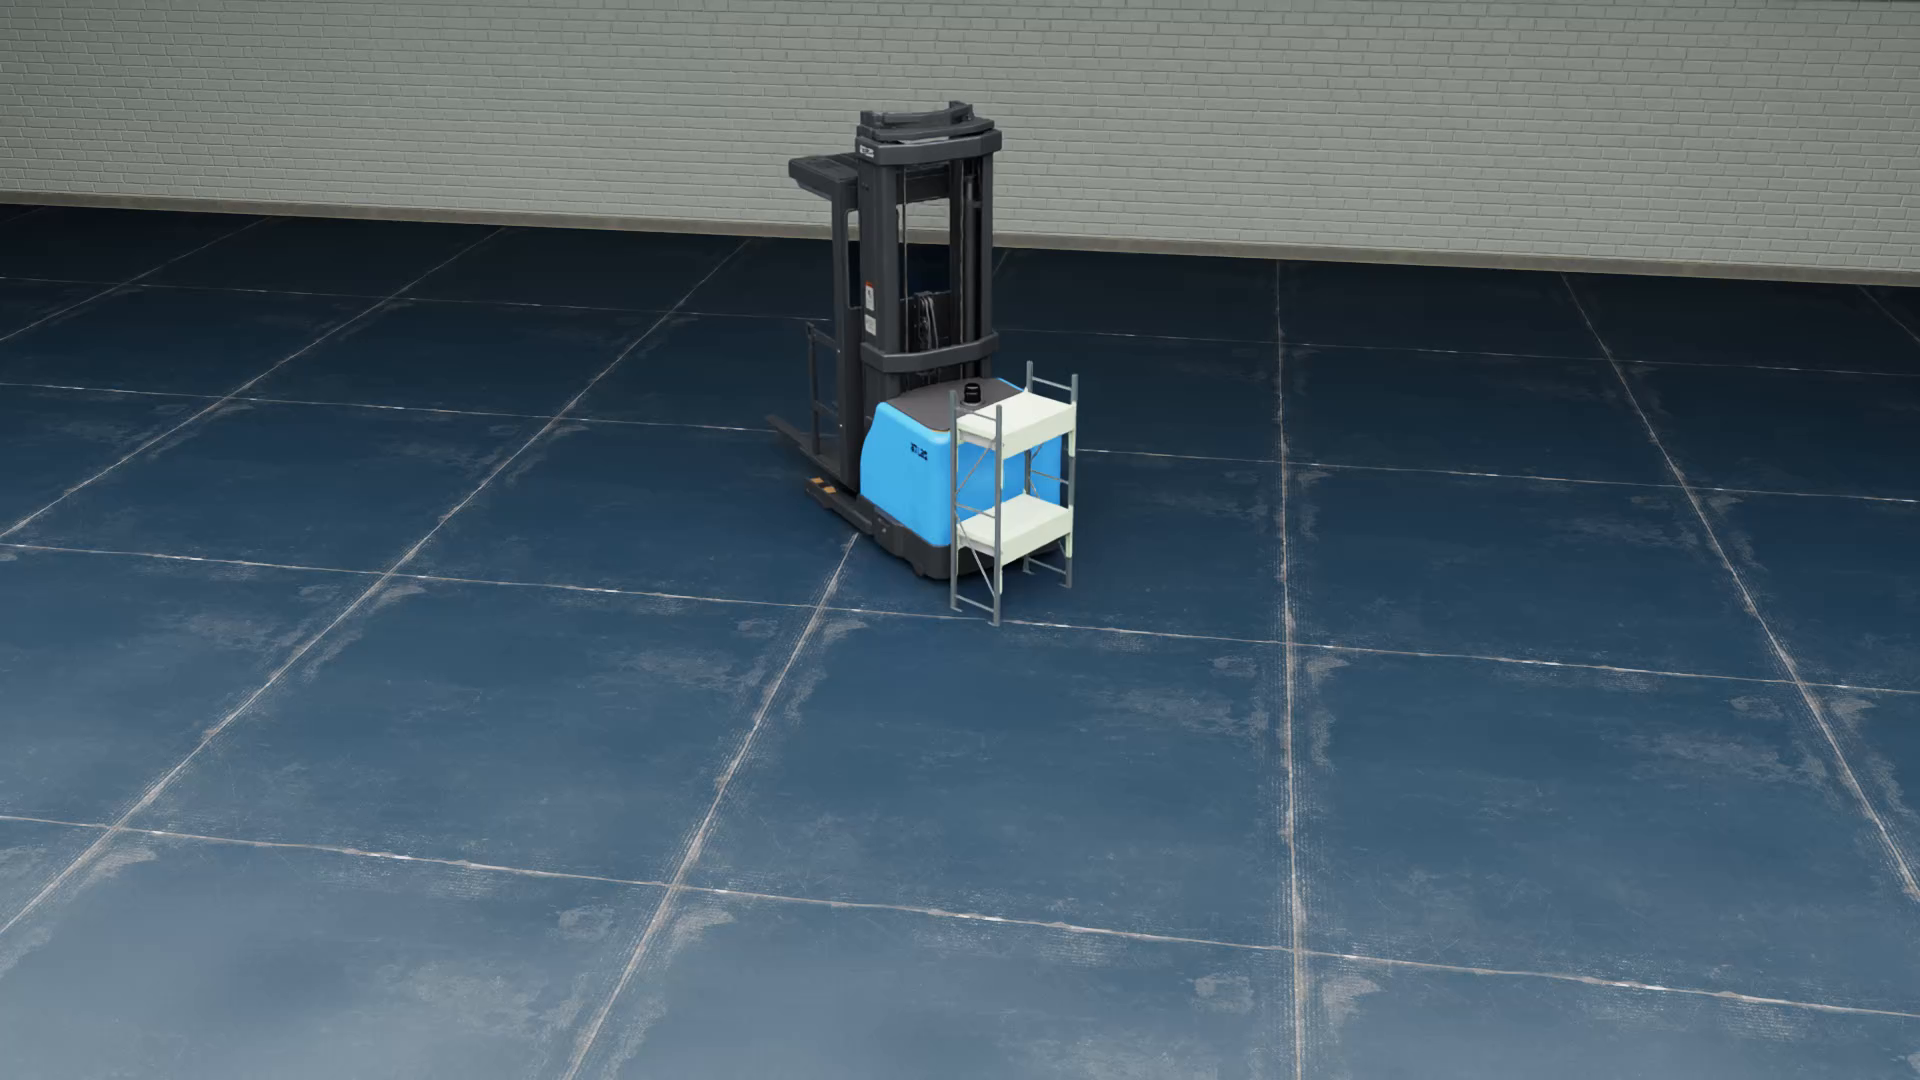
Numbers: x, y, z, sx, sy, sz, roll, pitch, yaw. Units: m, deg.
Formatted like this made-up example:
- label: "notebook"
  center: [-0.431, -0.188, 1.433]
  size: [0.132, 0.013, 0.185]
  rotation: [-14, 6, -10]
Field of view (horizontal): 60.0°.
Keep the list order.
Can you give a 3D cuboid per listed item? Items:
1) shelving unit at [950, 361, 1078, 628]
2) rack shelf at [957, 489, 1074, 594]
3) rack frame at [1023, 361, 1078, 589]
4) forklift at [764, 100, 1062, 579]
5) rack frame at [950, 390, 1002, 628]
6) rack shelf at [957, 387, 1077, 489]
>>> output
- label: "shelving unit"
  center: [0.341, -0.294, 10.610]
  size: [0.431, 1.500, 0.755]
  rotation: [21, 32, 37]
- label: "rack shelf"
  center: [0.341, 0.001, 10.748]
  size: [0.431, 0.370, 0.720]
  rotation: [21, 32, 37]
- label: "rack frame"
  center: [0.584, -0.410, 10.857]
  size: [0.400, 1.500, 0.023]
  rotation: [21, 32, 37]
- label: "forklift"
  center: [-0.499, -1.648, 11.813]
  size: [1.130, 2.935, 3.031]
  rotation: [-15, 29, -28]
- label: "rack frame"
  center: [0.097, -0.179, 10.362]
  size: [0.400, 1.500, 0.023]
  rotation: [21, 32, 37]
- label: "rack shelf"
  center: [0.341, -0.648, 10.444]
  size: [0.431, 0.370, 0.720]
  rotation: [21, 32, 37]
